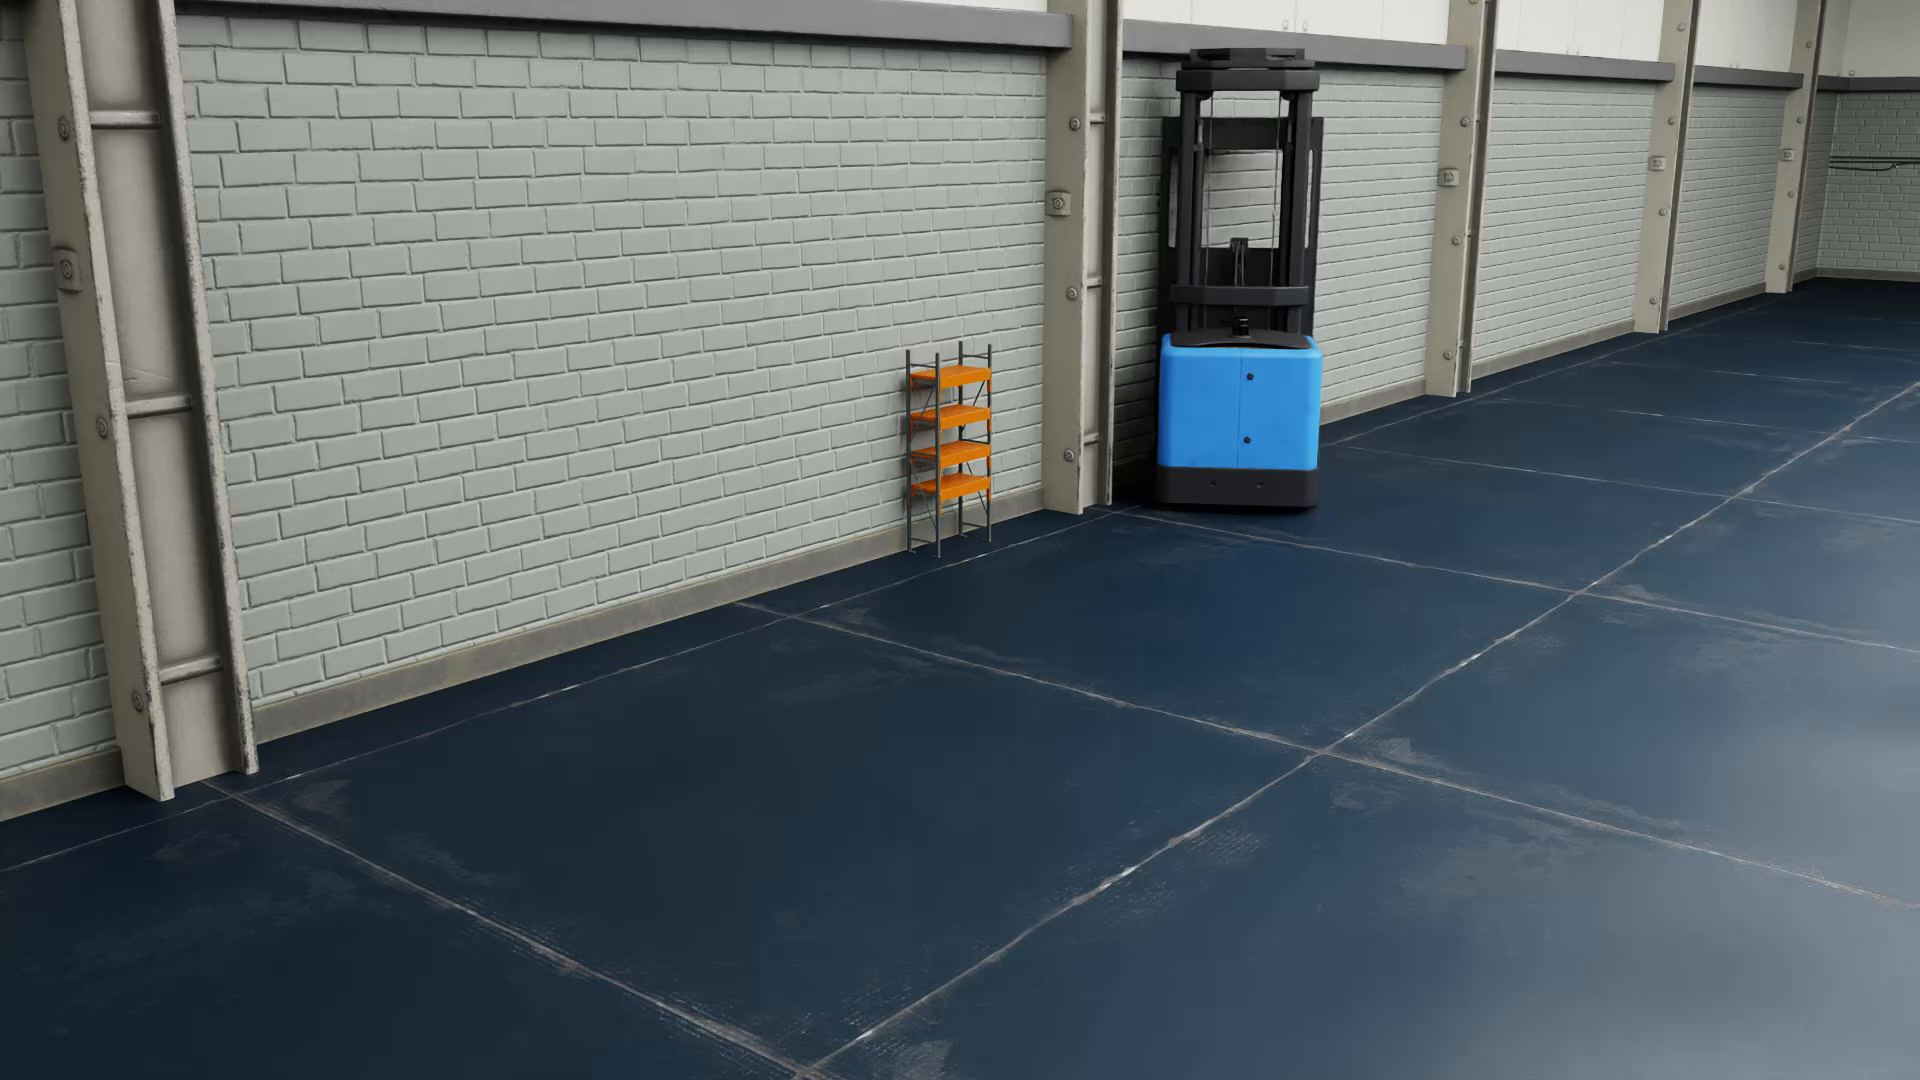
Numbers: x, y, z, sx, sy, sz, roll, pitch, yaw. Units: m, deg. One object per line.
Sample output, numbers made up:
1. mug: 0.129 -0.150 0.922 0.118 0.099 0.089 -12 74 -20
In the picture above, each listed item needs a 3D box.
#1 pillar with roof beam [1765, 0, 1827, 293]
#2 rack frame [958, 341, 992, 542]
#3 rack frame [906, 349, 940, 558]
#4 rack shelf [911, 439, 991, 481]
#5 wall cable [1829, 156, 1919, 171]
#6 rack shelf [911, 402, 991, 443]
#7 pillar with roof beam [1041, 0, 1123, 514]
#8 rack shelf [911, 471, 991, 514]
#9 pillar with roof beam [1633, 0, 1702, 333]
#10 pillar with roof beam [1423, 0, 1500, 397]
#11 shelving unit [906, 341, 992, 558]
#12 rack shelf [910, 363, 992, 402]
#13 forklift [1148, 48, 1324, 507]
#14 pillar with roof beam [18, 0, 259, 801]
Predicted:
1. pillar with roof beam: 15.432 -7.369 20.854 9.100 9.000 0.400 11 18 38
2. rack frame: 0.089 -0.589 10.004 0.240 1.200 0.015 11 18 37
3. rack frame: -0.214 -0.495 9.634 0.240 1.200 0.015 11 18 37
4. rack shelf: -0.062 -0.477 9.836 0.258 0.148 0.480 11 18 37
5. wall cable: 14.964 -6.890 25.274 3.097 2.526 0.112 11 18 38
6. rack shelf: -0.062 -0.694 9.781 0.258 0.148 0.480 11 18 37
7. pillar with roof beam: 4.119 -3.922 7.284 9.100 9.000 0.400 11 18 38
8. rack shelf: -0.062 -0.285 9.885 0.258 0.148 0.480 11 18 37
9. pillar with roof beam: 11.661 -6.220 16.331 9.100 9.000 0.400 11 18 38
10. pillar with roof beam: 7.890 -5.071 11.807 9.100 9.000 0.400 11 18 38
11. shelving unit: -0.062 -0.542 9.819 0.258 1.200 0.503 11 18 37
12. rack shelf: -0.062 -0.923 9.722 0.258 0.148 0.480 11 18 37
13. forklift: 1.957 -1.946 11.829 1.130 2.935 3.031 2 14 7
14. pillar with roof beam: 0.348 -2.773 2.761 9.100 9.000 0.400 11 18 38
